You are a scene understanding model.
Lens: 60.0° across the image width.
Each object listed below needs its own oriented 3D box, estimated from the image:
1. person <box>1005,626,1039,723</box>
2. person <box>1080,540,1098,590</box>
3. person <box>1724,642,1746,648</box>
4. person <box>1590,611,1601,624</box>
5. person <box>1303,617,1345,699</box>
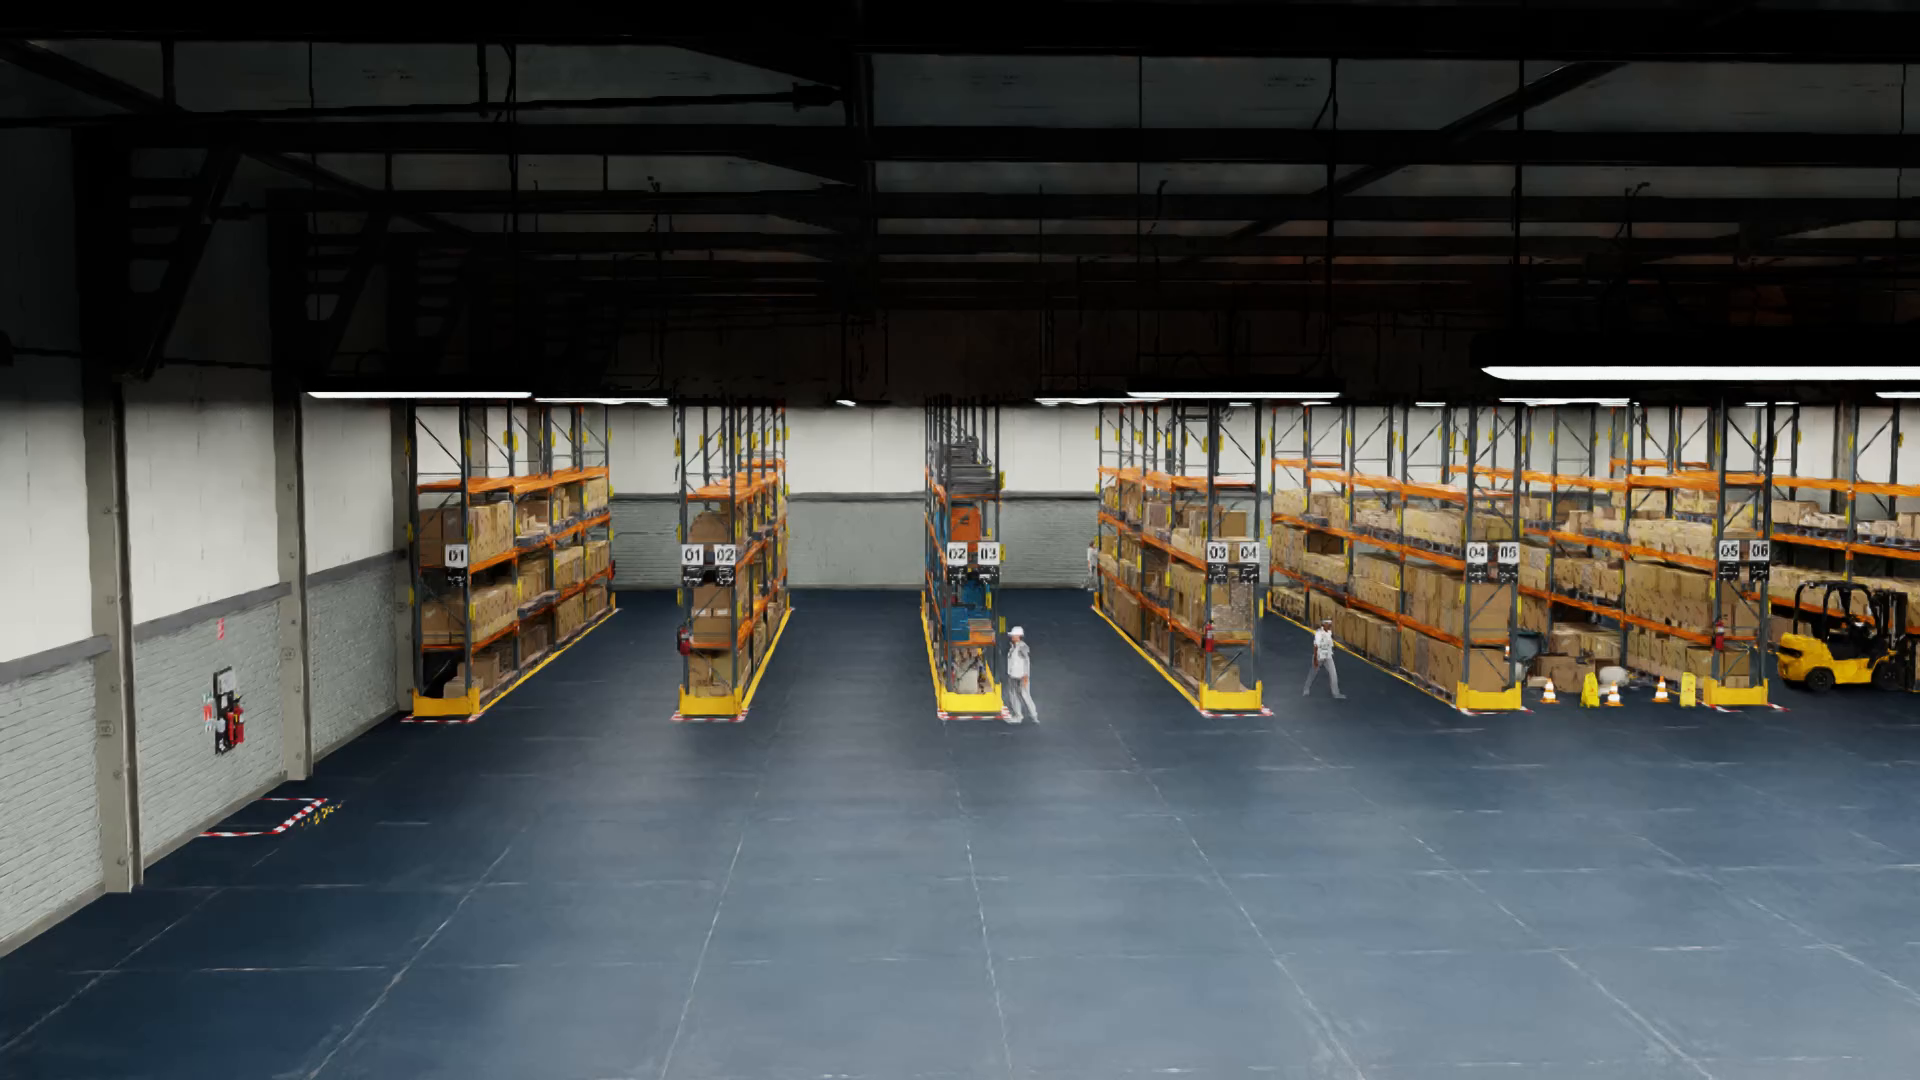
[{"bbox_3d":[1.135,2.453,30.351,0.538,1.767,0.630,-2,5,-29],"label":"person"},{"bbox_3d":[4.056,0.800,52.240,0.572,1.586,0.462,-4,6,-45],"label":"person"},{"bbox_3d":[16.531,2.017,35.523,0.452,1.768,0.632,-3,5,-34],"label":"person"},{"bbox_3d":[16.835,1.381,44.368,0.556,1.650,0.588,2,5,22],"label":"person"},{"bbox_3d":[7.191,2.315,32.911,0.489,1.626,0.927,-2,5,-26],"label":"person"}]
